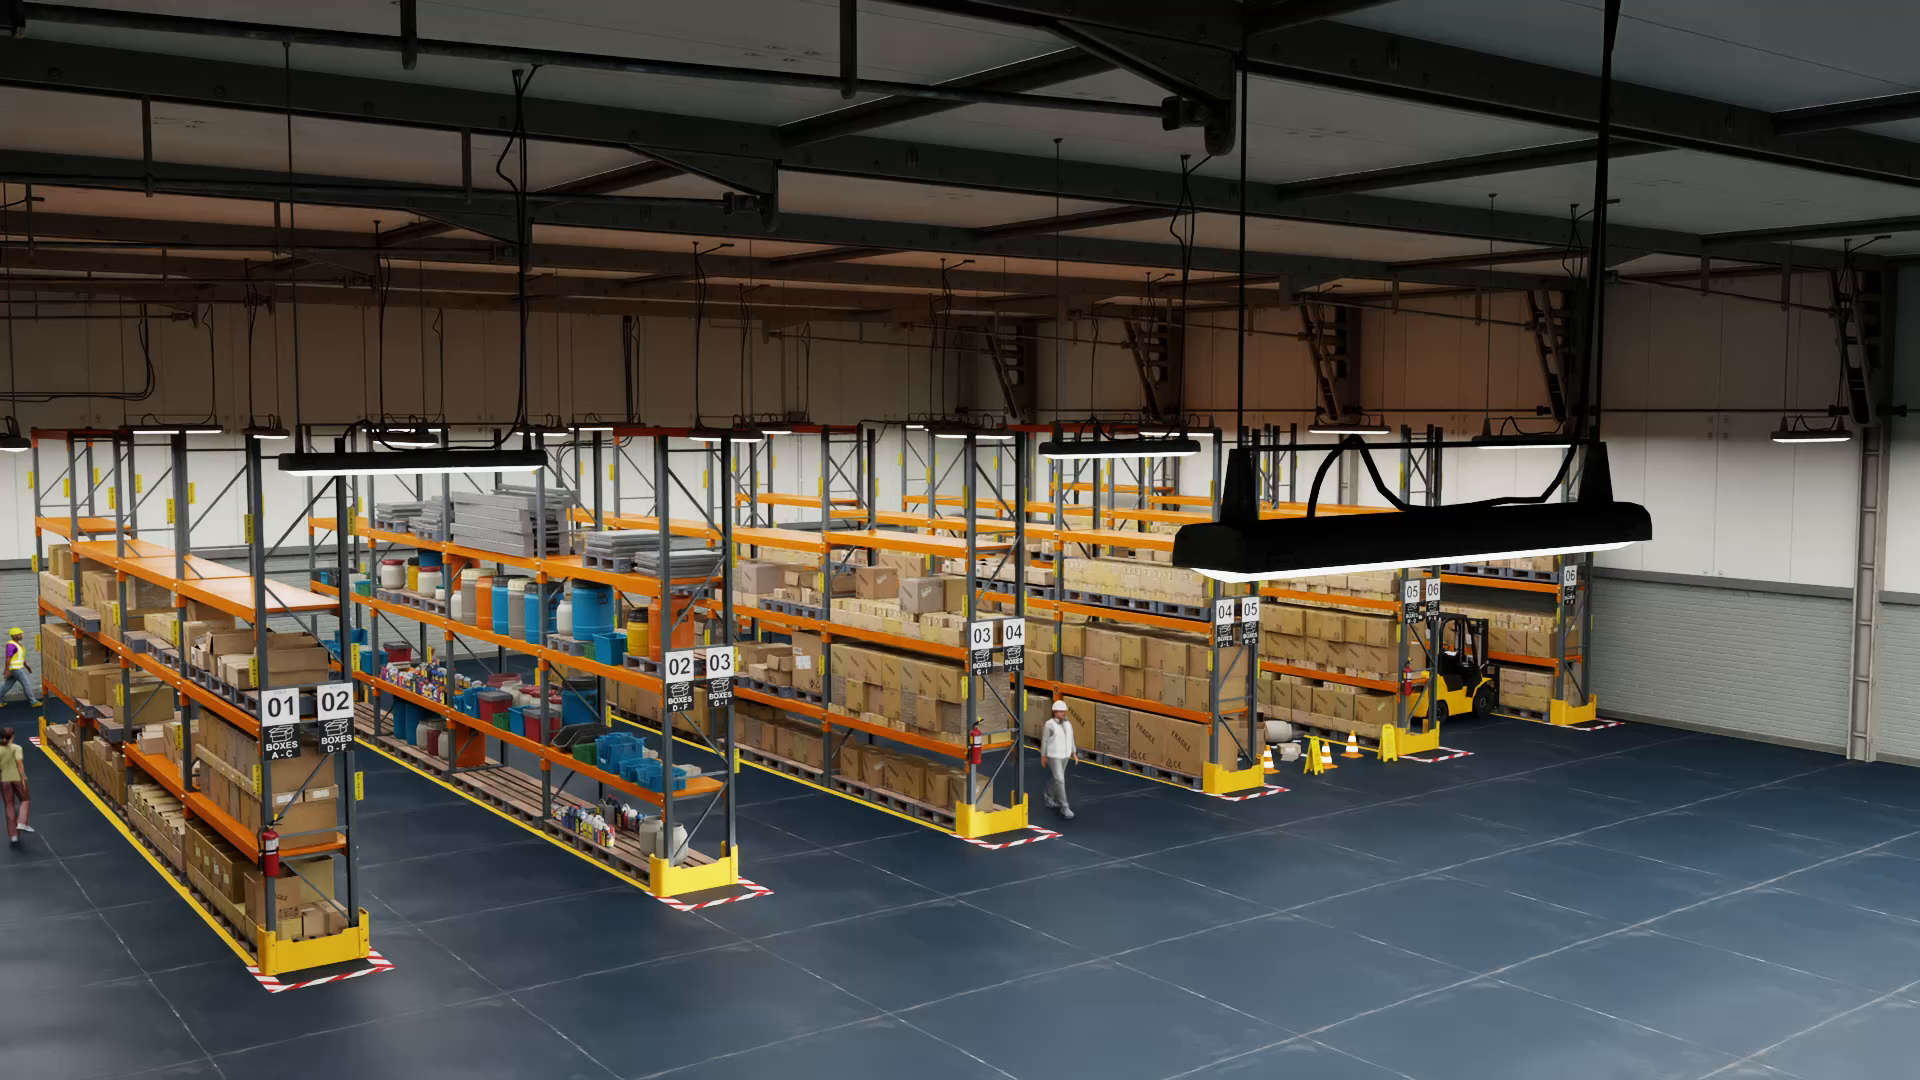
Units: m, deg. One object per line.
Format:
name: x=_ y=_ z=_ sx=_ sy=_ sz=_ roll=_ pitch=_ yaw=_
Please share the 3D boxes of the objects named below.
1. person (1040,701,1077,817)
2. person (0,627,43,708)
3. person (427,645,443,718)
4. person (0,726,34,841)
person: x=1.591 y=3.389 z=26.125 sx=0.565 sy=1.731 sz=0.914 roll=-4 pitch=6 yaw=-45
person: x=-19.969 y=2.707 z=35.214 sx=1.067 sy=1.726 sz=0.606 roll=-2 pitch=5 yaw=-23
person: x=-10.609 y=2.934 z=33.382 sx=0.437 sy=1.634 sz=0.516 roll=0 pitch=4 yaw=-3
person: x=-13.925 y=3.577 z=24.425 sx=0.514 sy=1.659 sz=0.471 roll=-2 pitch=5 yaw=-27
